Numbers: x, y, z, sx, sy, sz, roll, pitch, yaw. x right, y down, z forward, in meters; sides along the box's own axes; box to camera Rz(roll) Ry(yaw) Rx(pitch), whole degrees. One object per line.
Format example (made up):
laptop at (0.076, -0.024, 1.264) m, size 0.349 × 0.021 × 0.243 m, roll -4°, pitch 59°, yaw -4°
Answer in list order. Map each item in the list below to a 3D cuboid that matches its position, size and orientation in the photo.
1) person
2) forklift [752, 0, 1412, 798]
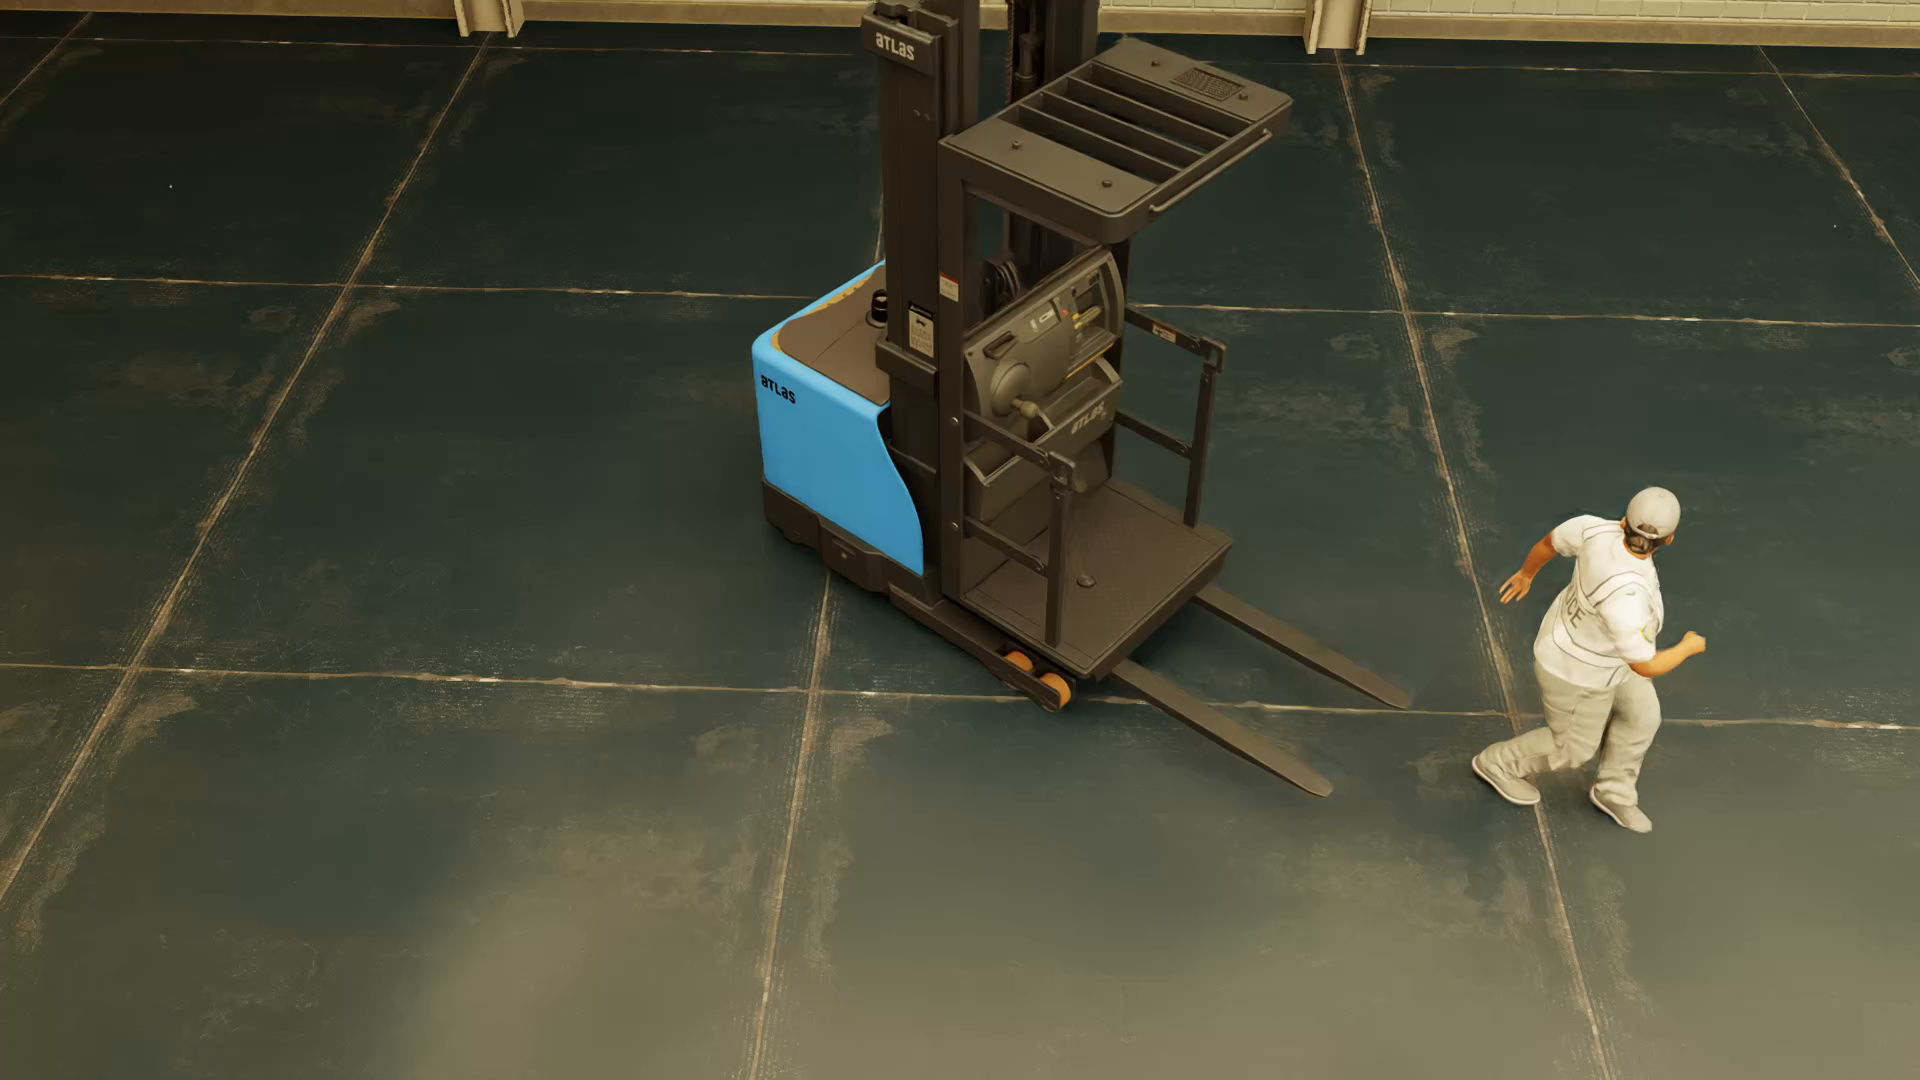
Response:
person at (2.399, 0.464, 6.262) m, size 0.850 × 1.645 × 0.524 m, roll 20°, pitch 46°, yaw 21°
forklift at (0.509, -0.754, 6.568) m, size 3.031 × 2.935 × 1.130 m, roll 30°, pitch 50°, yaw 29°
